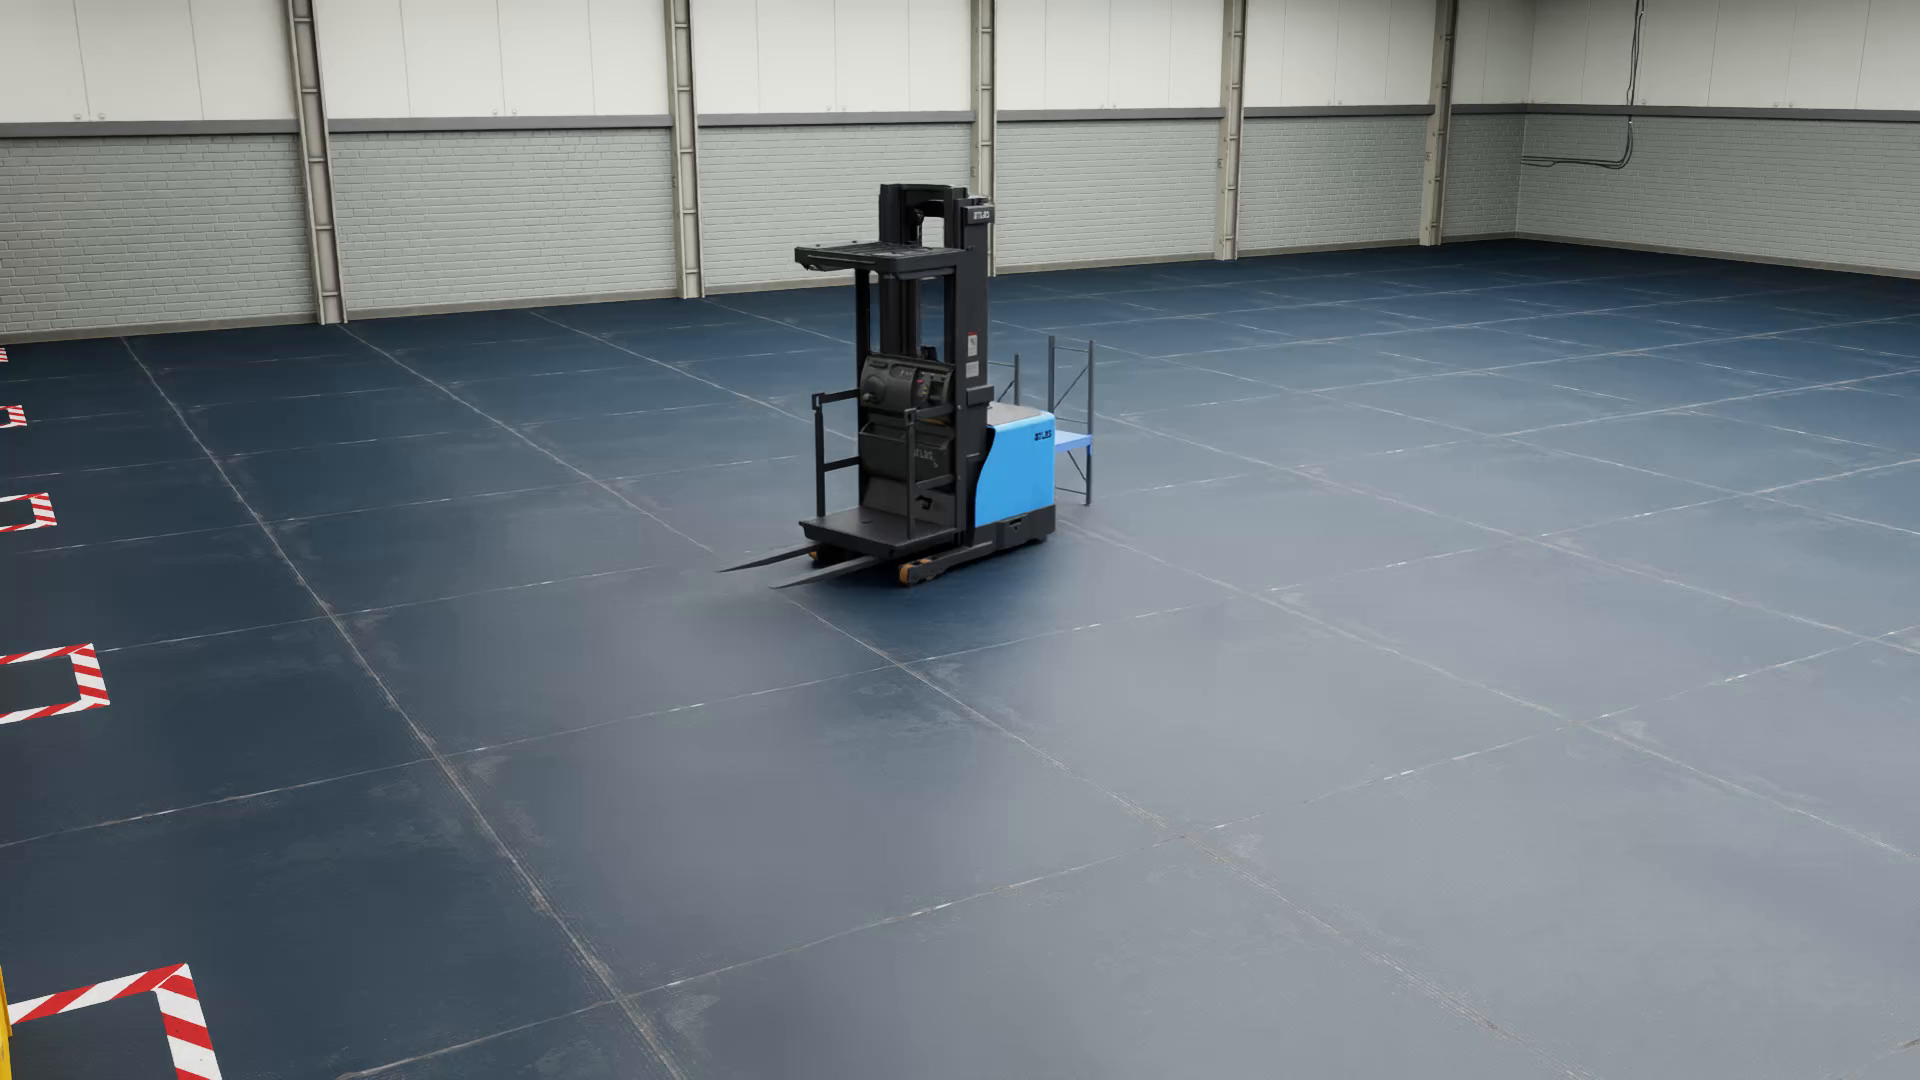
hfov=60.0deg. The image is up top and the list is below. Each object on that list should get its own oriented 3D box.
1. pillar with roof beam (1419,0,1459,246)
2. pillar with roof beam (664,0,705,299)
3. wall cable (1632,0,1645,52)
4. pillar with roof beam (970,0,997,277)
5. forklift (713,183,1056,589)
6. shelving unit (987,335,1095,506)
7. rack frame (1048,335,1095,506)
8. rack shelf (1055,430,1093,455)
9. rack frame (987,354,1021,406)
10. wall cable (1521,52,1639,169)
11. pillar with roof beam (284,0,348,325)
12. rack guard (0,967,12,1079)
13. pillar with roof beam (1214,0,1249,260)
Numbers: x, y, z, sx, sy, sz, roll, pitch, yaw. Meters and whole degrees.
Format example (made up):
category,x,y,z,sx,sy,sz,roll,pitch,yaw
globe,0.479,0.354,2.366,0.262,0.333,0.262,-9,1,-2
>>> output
category,x,y,z,sx,sy,sz,roll,pitch,yaw
pillar with roof beam,12.945,-10.086,33.219,0.400,9.000,9.100,-9,18,-30
pillar with roof beam,-2.484,-7.584,24.293,0.400,9.000,9.100,-9,18,-30
wall cable,15.328,-11.496,34.646,0.112,2.526,3.097,-9,18,-30
pillar with roof beam,2.659,-8.418,27.268,0.400,9.000,9.100,-9,18,-30
forklift,-0.562,-1.216,12.818,1.130,2.935,3.031,14,21,40
shelving unit,0.653,-0.973,14.602,0.538,1.500,1.048,14,21,40
rack frame,0.994,-1.075,14.965,0.500,1.500,0.032,14,21,40
rack shelf,0.653,-0.800,14.650,0.538,0.185,1.000,14,21,40
rack frame,0.312,-0.871,14.238,0.500,1.500,0.032,14,21,40
wall cable,13.934,-9.691,37.561,0.112,2.526,3.097,-9,18,-30
pillar with roof beam,-7.627,-6.750,21.318,0.400,9.000,9.100,-9,18,-30
rack guard,-3.753,1.900,6.205,0.348,0.500,1.175,-9,18,-30
pillar with roof beam,7.802,-9.252,30.244,0.400,9.000,9.100,-9,18,-30
